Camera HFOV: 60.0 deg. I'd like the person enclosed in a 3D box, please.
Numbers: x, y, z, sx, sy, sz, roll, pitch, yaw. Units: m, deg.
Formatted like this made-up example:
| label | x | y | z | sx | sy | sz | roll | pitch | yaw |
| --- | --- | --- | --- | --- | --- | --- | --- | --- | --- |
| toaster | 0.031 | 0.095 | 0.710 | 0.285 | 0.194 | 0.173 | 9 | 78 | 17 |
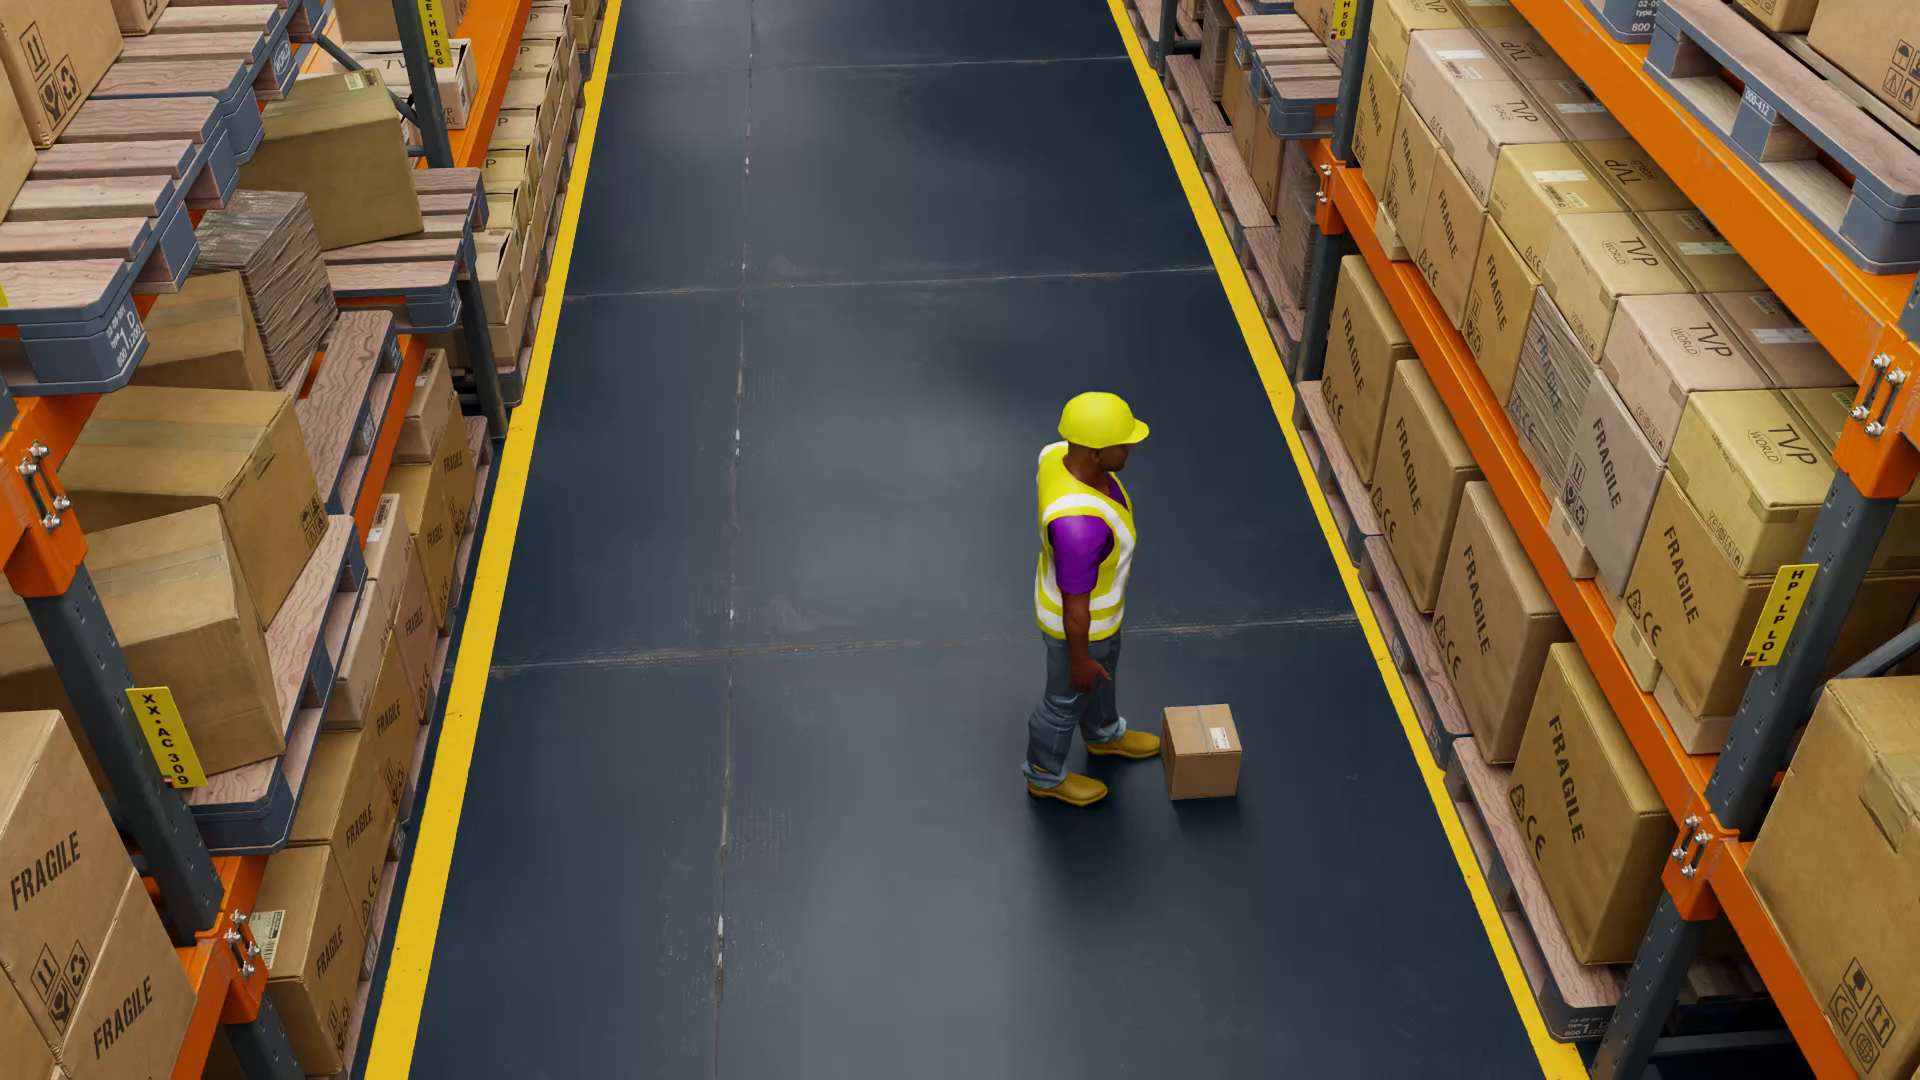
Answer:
| label | x | y | z | sx | sy | sz | roll | pitch | yaw |
| --- | --- | --- | --- | --- | --- | --- | --- | --- | --- |
| person | 0.513 | 0.239 | 5.828 | 0.562 | 1.771 | 0.604 | 1 | 39 | 2 |
